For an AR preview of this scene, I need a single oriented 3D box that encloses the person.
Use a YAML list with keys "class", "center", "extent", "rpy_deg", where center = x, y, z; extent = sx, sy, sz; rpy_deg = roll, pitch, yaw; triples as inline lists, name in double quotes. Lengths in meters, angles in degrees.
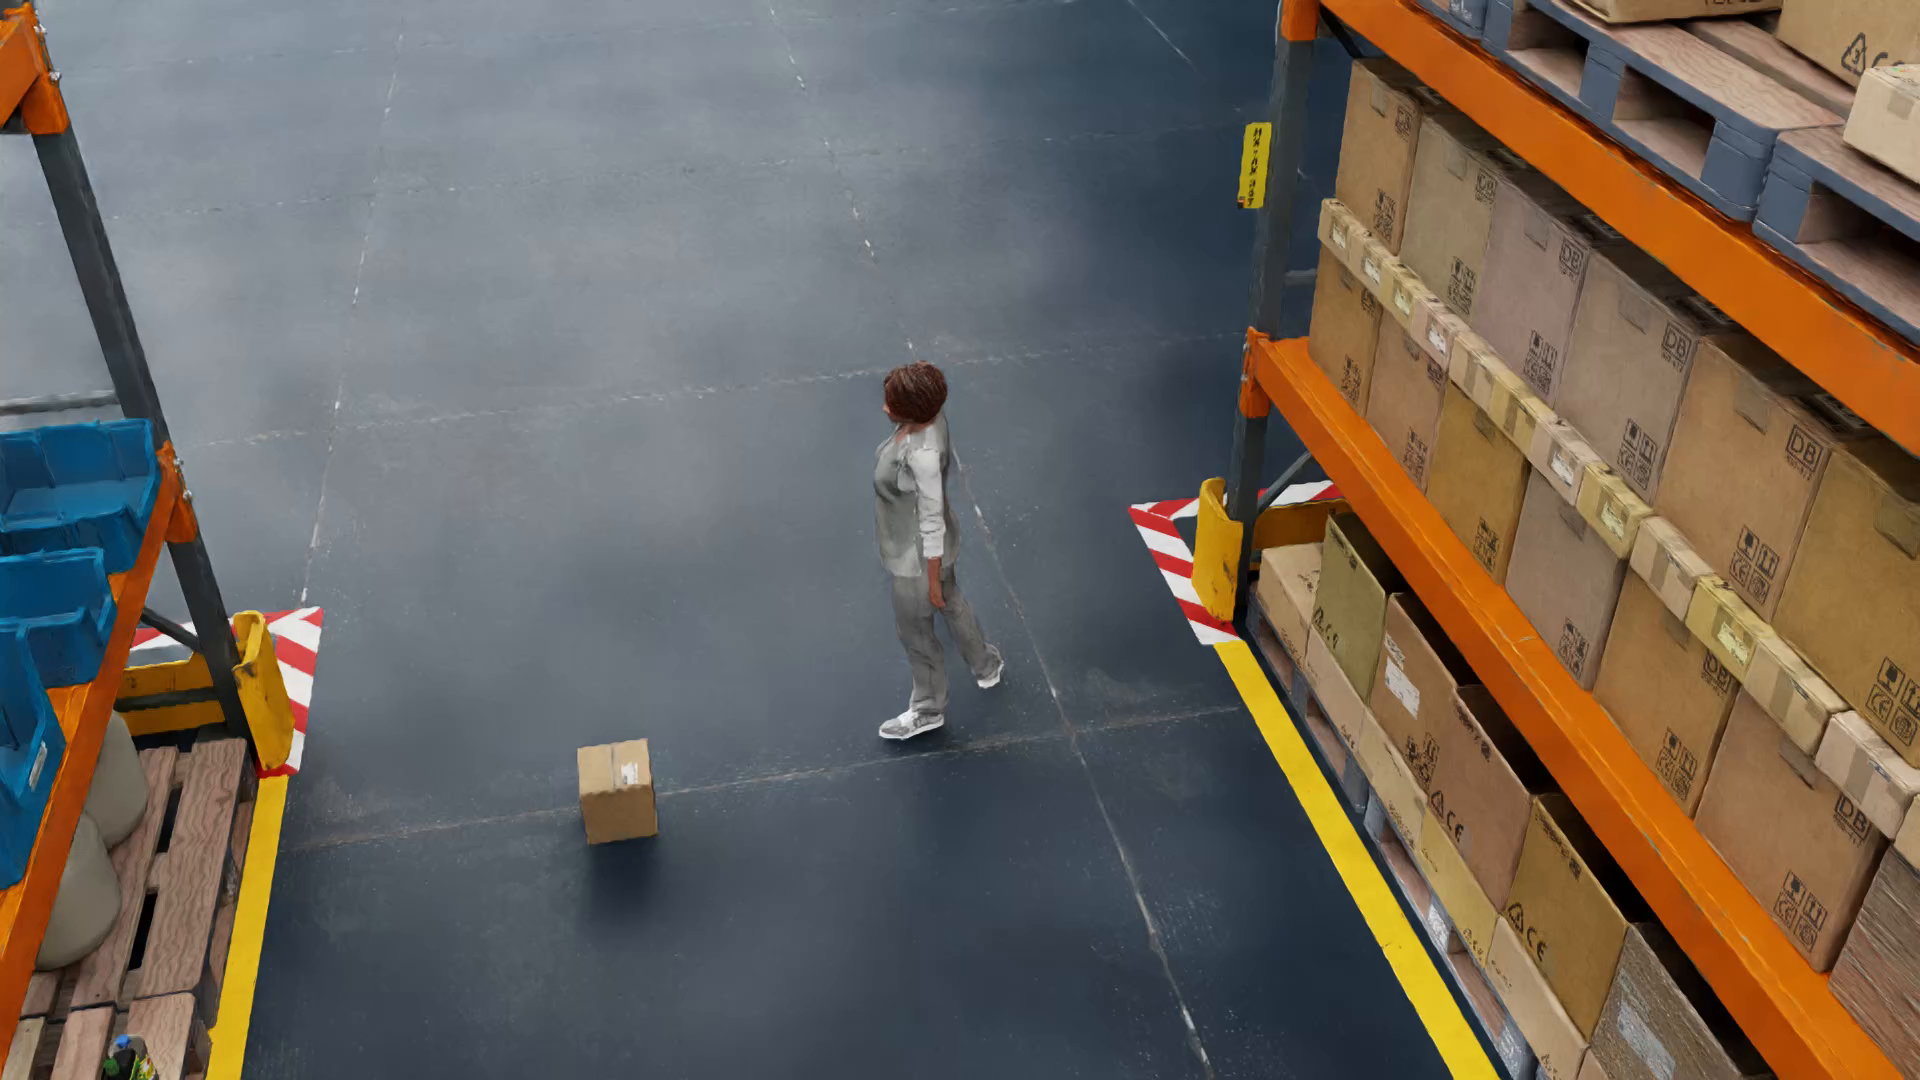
- class: "person"
  center: [-0.074, -0.011, 6.172]
  extent: [0.448, 1.590, 0.592]
  rpy_deg: [4, 35, 6]
